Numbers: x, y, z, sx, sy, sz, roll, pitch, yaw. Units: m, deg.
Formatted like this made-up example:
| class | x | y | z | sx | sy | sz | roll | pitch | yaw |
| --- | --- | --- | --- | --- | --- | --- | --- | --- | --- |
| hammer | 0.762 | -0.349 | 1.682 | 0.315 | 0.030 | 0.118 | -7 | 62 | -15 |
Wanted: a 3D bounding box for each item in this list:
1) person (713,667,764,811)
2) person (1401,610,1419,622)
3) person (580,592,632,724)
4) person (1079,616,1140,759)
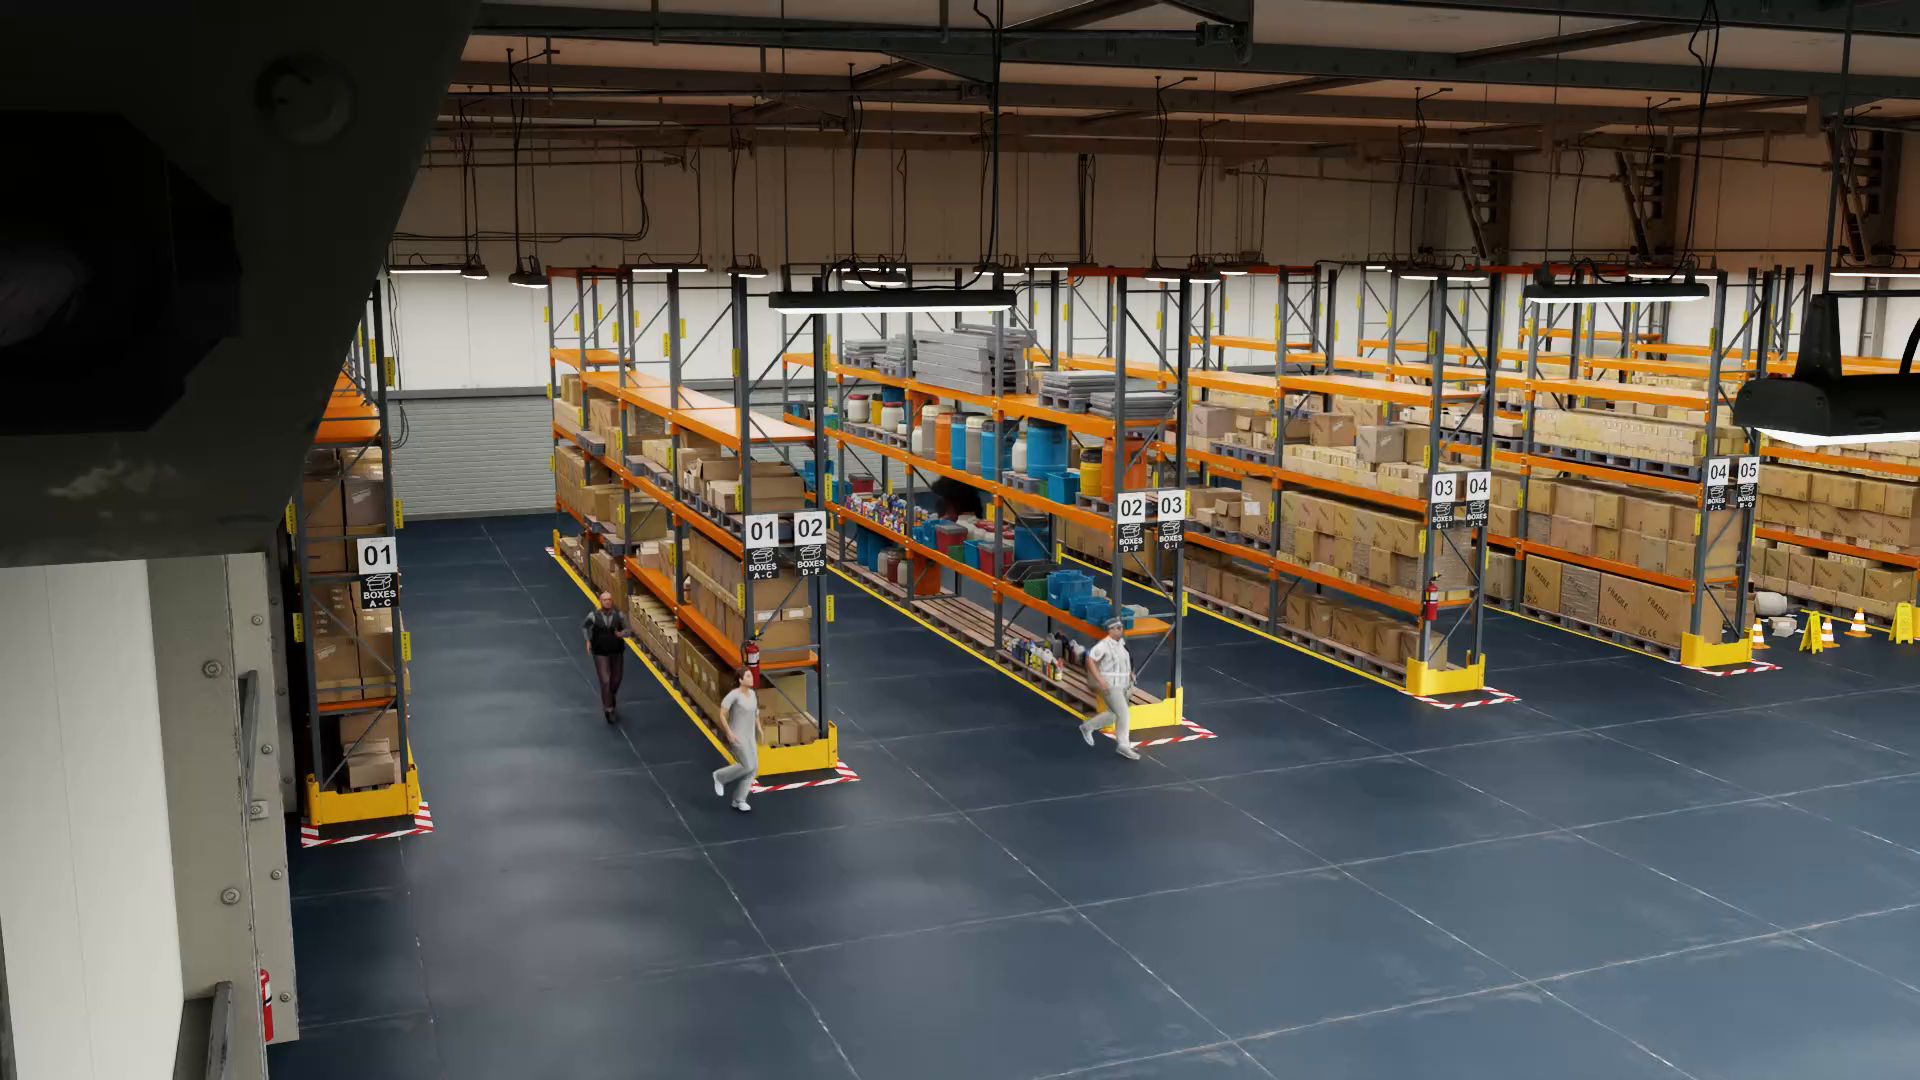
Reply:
| class | x | y | z | sx | sy | sz | roll | pitch | yaw |
| --- | --- | --- | --- | --- | --- | --- | --- | --- | --- |
| person | -2.498 | 2.247 | 19.147 | 0.568 | 1.596 | 0.595 | 6 | 12 | 32 |
| person | 7.796 | 0.605 | 28.556 | 0.559 | 1.586 | 0.844 | -5 | 11 | -26 |
| person | -4.787 | 1.595 | 22.635 | 0.656 | 1.630 | 0.970 | -4 | 11 | -24 |
| person | 1.934 | 1.840 | 21.112 | 0.885 | 1.779 | 0.678 | 6 | 11 | 30 |
